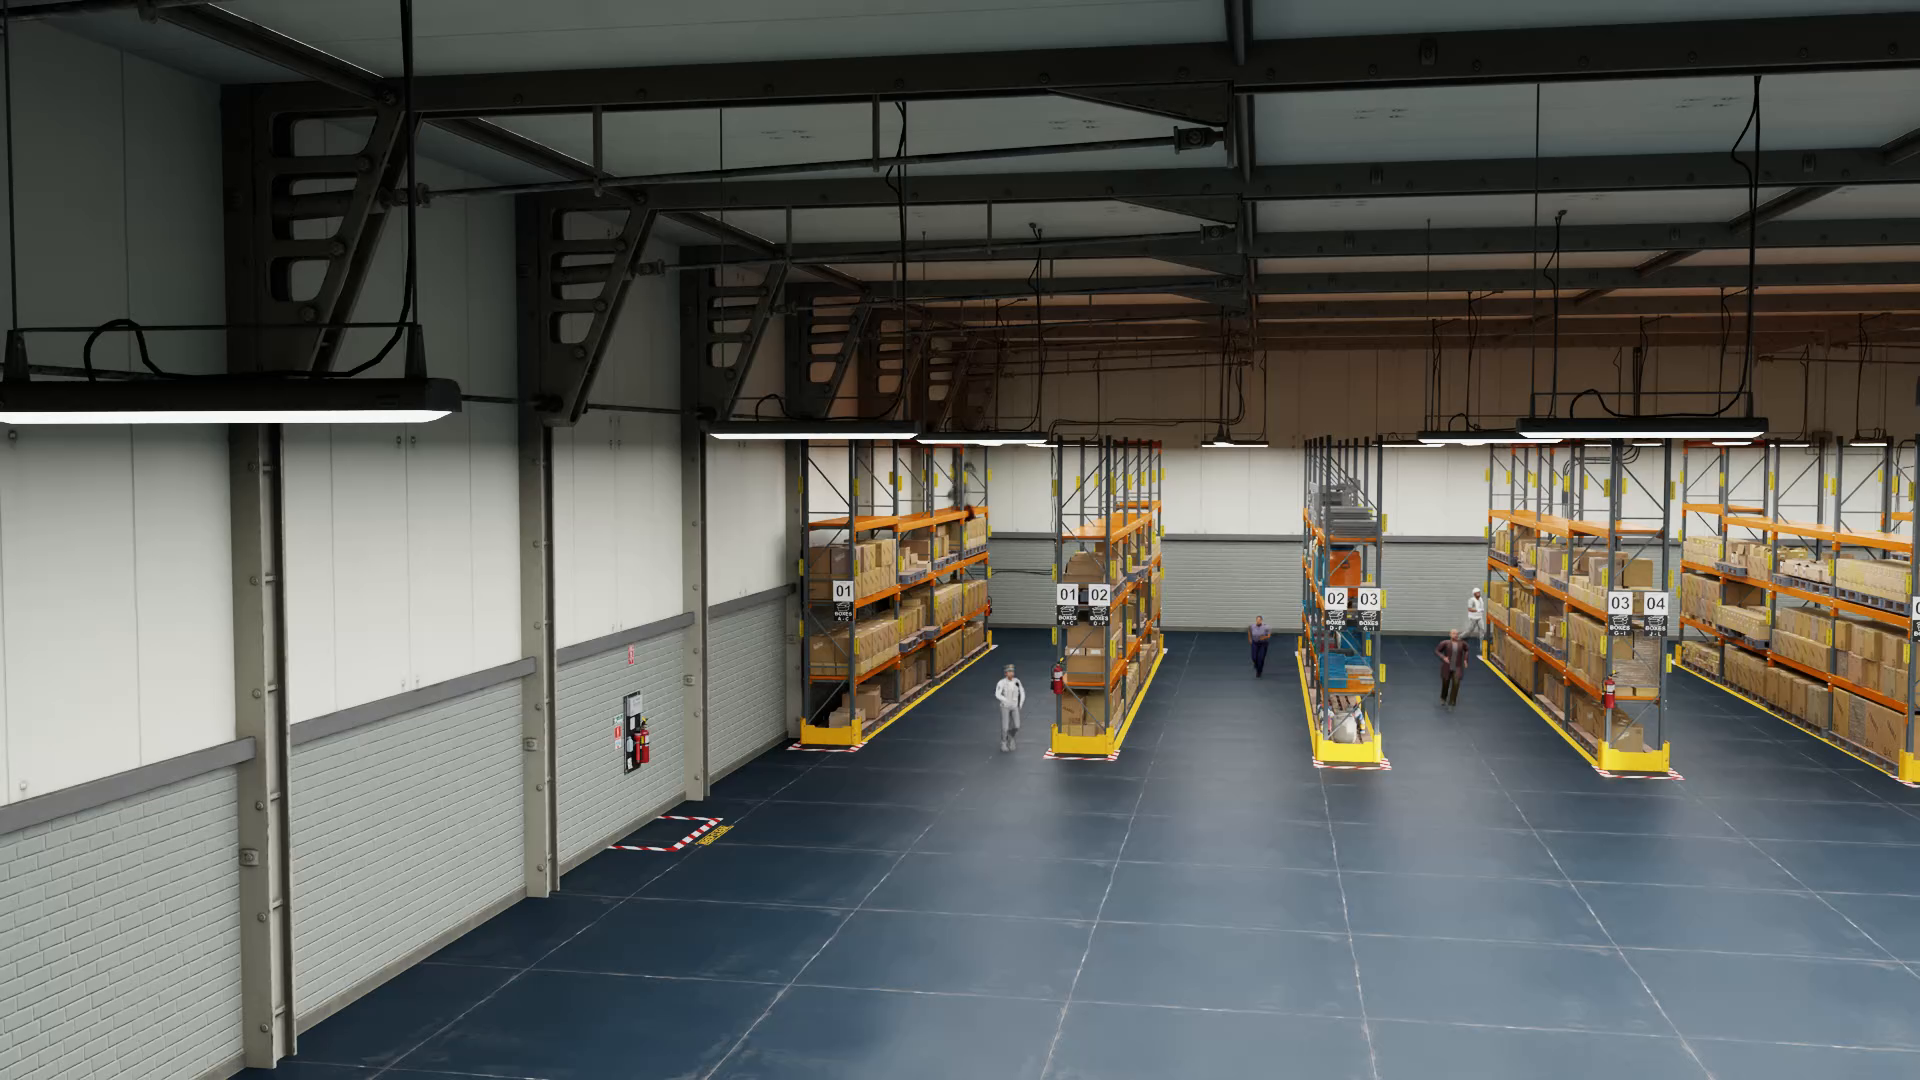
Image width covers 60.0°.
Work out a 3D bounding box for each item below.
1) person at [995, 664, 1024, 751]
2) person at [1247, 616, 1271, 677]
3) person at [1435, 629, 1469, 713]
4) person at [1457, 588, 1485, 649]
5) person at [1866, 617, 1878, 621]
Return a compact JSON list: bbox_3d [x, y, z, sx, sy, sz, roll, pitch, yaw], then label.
[{"bbox_3d":[0.974,3.184,31.540,0.641,1.664,0.615,-1,3,-17],"label":"person"},{"bbox_3d":[7.527,2.684,41.921,0.593,1.577,0.667,1,3,13],"label":"person"},{"bbox_3d":[10.832,2.851,36.599,0.749,1.801,1.011,1,3,12],"label":"person"},{"bbox_3d":[14.672,2.262,47.451,0.695,1.806,0.992,-2,4,-36],"label":"person"},{"bbox_3d":[24.534,2.494,44.623,0.758,1.628,0.588,0,3,5],"label":"person"}]
